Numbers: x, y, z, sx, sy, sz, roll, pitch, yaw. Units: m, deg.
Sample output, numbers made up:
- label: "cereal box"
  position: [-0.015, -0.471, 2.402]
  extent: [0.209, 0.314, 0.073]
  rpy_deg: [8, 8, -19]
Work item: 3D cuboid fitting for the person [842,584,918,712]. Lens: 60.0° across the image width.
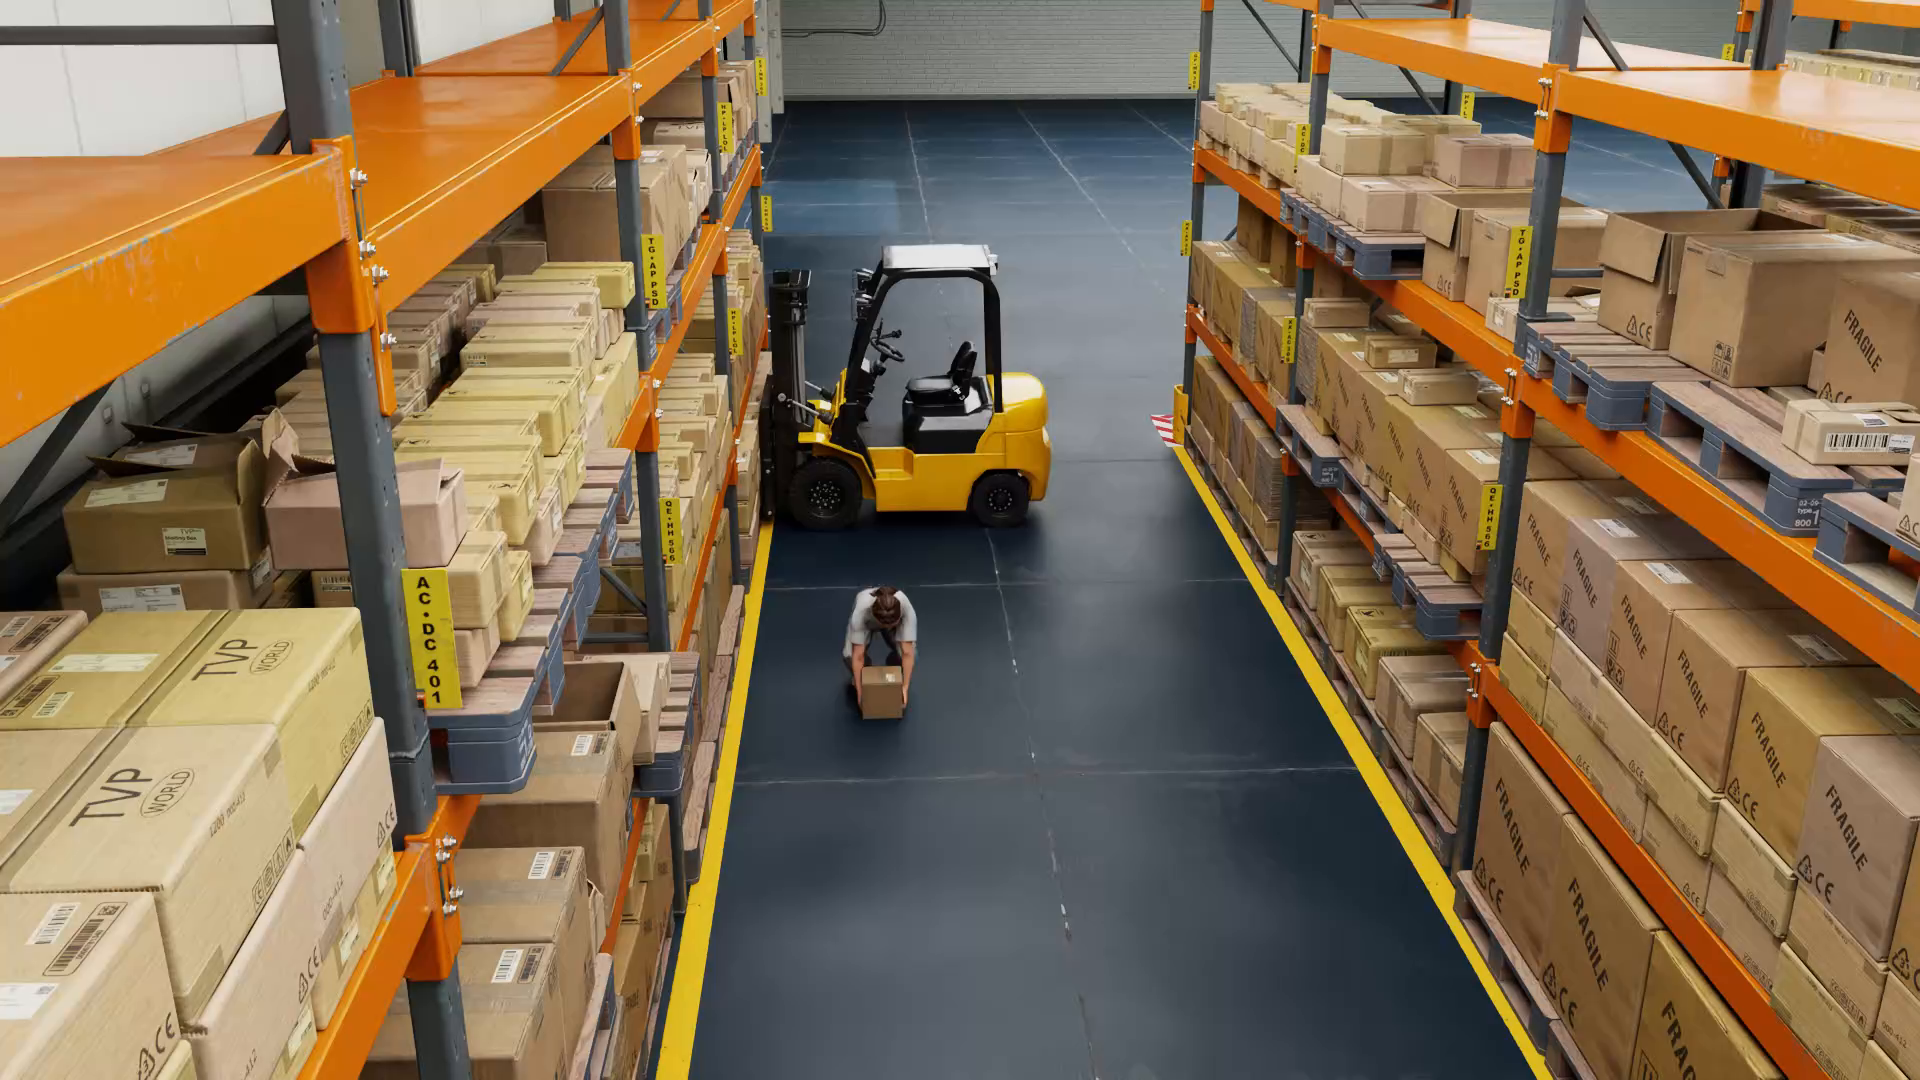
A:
- label: "person"
  position: [-0.519, 0.612, 10.740]
  extent: [0.482, 0.807, 0.807]
  rpy_deg: [-1, 21, -3]
